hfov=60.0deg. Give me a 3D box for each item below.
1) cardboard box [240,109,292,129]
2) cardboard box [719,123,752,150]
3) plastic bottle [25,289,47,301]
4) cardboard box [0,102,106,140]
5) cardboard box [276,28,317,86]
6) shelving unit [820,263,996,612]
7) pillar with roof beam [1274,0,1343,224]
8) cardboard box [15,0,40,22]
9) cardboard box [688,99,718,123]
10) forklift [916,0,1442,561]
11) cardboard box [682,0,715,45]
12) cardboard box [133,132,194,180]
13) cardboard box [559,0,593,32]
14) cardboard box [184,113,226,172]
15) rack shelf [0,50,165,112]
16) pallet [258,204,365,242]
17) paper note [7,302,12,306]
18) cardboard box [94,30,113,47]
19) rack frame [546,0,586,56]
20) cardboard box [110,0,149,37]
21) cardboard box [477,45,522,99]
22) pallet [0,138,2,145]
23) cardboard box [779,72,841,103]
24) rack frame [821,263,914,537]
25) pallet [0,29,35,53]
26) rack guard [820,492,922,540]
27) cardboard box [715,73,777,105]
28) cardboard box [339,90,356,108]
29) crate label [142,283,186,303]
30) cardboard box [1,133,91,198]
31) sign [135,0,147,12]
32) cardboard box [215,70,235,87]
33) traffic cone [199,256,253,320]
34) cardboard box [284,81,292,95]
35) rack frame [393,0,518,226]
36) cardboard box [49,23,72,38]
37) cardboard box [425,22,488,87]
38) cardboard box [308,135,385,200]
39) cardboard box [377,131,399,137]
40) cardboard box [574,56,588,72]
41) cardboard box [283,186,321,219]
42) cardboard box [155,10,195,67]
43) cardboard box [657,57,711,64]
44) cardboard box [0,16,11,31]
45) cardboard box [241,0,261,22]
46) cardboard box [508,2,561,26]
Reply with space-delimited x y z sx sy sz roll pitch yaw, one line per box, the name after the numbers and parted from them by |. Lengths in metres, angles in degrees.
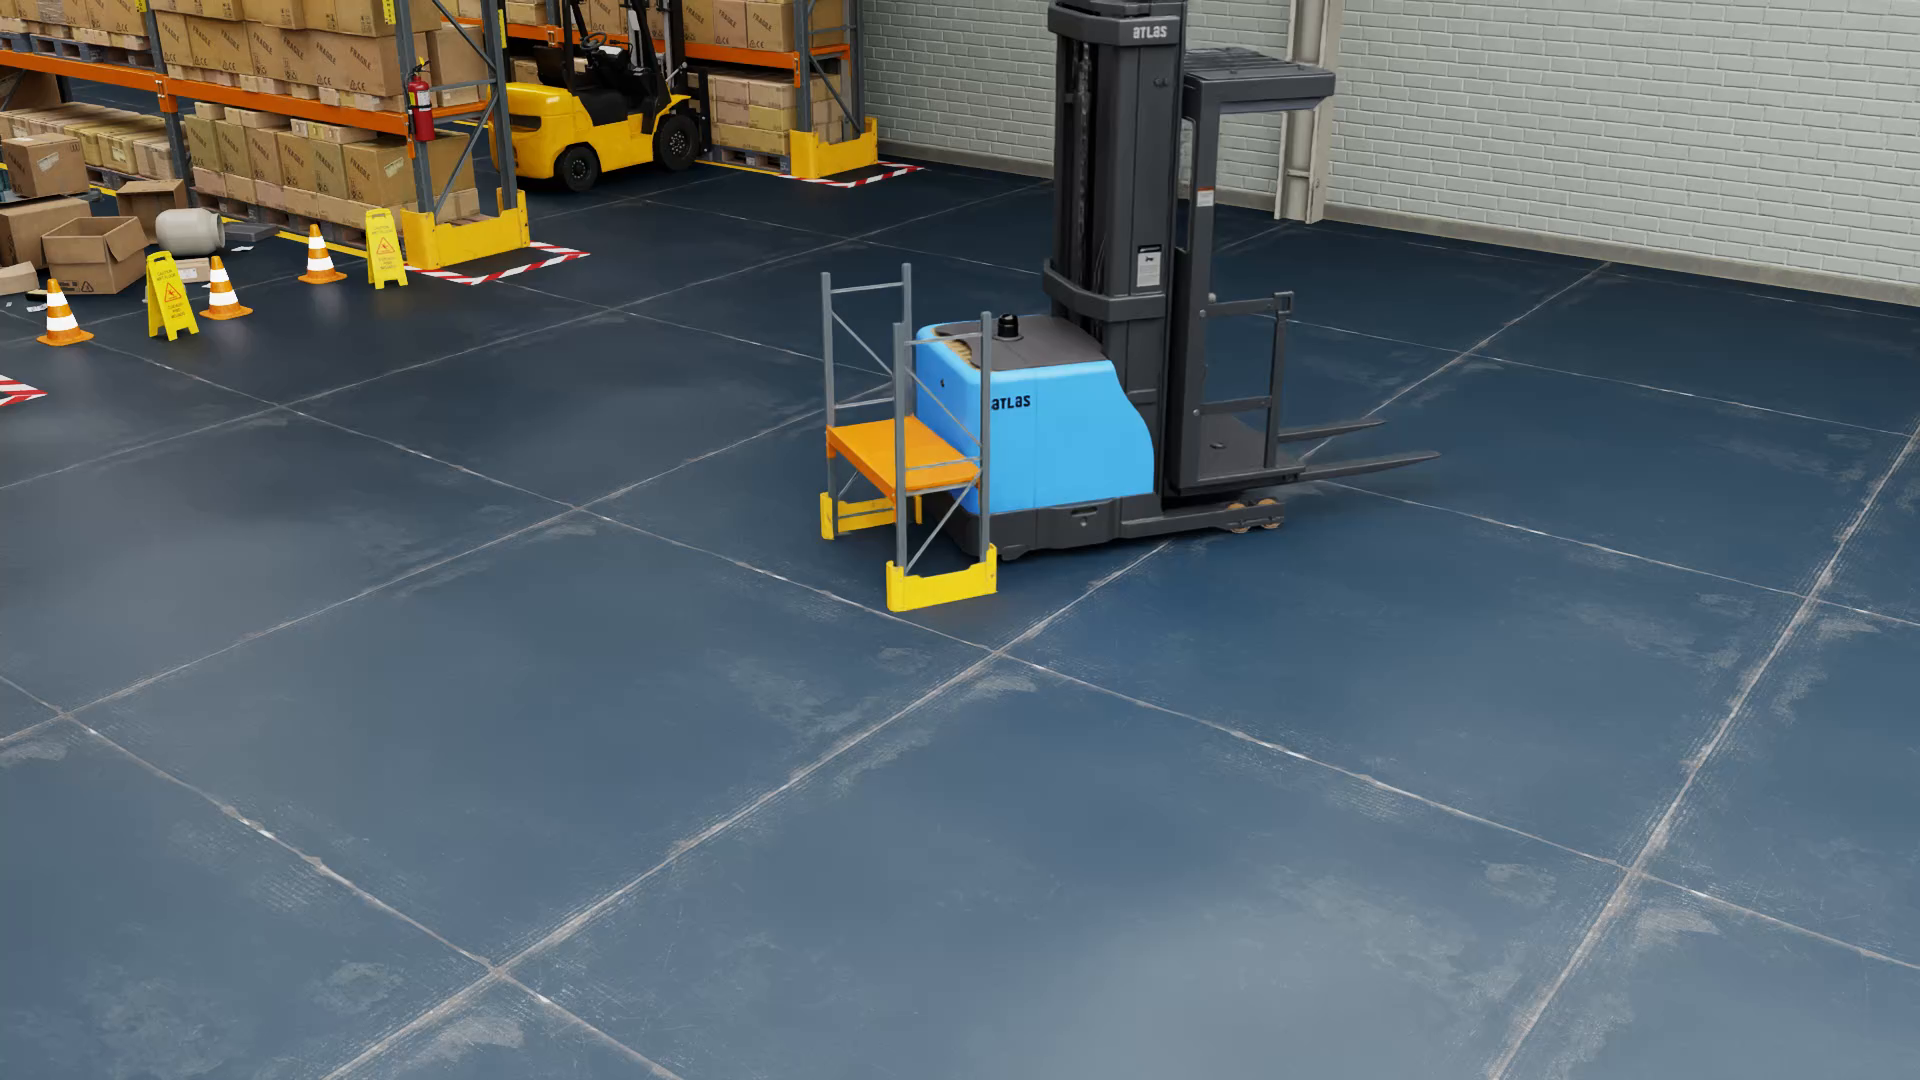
-6.596 -4.026 15.821 0.250 0.149 0.380 19 30 36 | cardboard box
-2.382 -4.623 18.911 0.500 0.250 0.500 17 29 33 | cardboard box
-7.638 -2.030 13.780 0.283 0.061 0.133 7 25 15 | plastic bottle
-10.354 -4.736 19.017 0.625 0.372 0.950 15 28 30 | cardboard box
-5.794 -4.420 15.070 0.500 0.500 0.500 17 29 33 | cardboard box
-0.293 -0.564 8.669 0.587 1.500 1.083 -10 26 -22 | shelving unit
0.778 -5.919 11.522 0.400 9.000 9.100 17 29 33 | pillar with roof beam
-9.729 -5.827 17.740 0.500 0.500 0.500 17 29 34 | cardboard box
-2.822 -4.976 19.093 0.500 0.250 0.500 16 28 32 | cardboard box
1.315 -1.571 9.180 3.031 2.935 1.130 -8 25 -17 | forklift
-2.796 -5.886 18.765 0.500 0.500 0.500 16 29 32 | cardboard box
-8.021 -4.035 17.425 0.625 0.372 0.950 17 29 34 | cardboard box
-4.427 -6.375 19.876 0.500 0.500 0.500 16 28 32 | cardboard box
-7.289 -3.966 16.491 0.500 0.500 0.500 18 30 36 | cardboard box
-9.200 -5.073 17.936 4.000 0.370 1.077 17 29 33 | rack shelf
-6.060 -3.197 16.244 1.213 0.211 1.003 17 29 33 | pallet
-7.788 -1.930 13.618 0.032 0.001 0.123 -10 26 -21 | paper note
-8.605 -5.152 17.013 0.250 0.149 0.380 16 29 32 | cardboard box
-4.625 -6.521 20.330 0.127 3.000 1.000 17 29 33 | rack frame
-8.107 -5.331 16.614 0.500 0.500 0.500 16 29 32 | cardboard box
-6.269 -6.121 21.845 0.625 0.625 0.875 15 28 31 | cardboard box
-11.386 -4.825 19.939 1.213 0.211 1.003 17 29 33 | pallet
-1.696 -5.123 18.806 0.500 0.250 0.500 16 29 33 | cardboard box
-0.496 -0.748 9.087 0.500 1.500 0.032 -10 26 -22 | rack frame
-10.166 -5.660 18.615 1.003 0.211 1.213 17 29 33 | pallet
-0.495 -0.175 9.338 0.587 0.250 0.087 -10 26 -22 | rack guard
-2.392 -5.078 18.704 0.500 0.250 0.500 17 29 34 | cardboard box
-5.288 -3.952 14.812 0.250 0.149 0.380 16 29 32 | cardboard box
-6.576 -2.059 13.754 0.298 0.136 0.250 3 24 6 | crate label
-8.643 -3.540 15.725 0.500 0.500 0.500 17 29 33 | cardboard box
-7.929 -5.269 16.052 0.005 0.325 0.100 17 29 33 | sign
-6.899 -4.454 15.951 0.250 0.149 0.380 18 29 35 | cardboard box
-5.910 -2.038 13.302 0.334 0.463 0.336 17 29 33 | traffic cone
-6.038 -4.234 15.451 0.250 0.149 0.380 17 29 33 | cardboard box
-4.399 -3.952 14.498 0.127 3.000 1.000 17 29 33 | rack frame
-9.387 -5.418 17.618 0.250 0.149 0.380 18 29 35 | cardboard box
-4.611 -4.337 14.881 0.500 0.500 0.500 16 29 33 | cardboard box
-5.616 -3.463 15.350 0.500 0.500 0.500 18 30 35 | cardboard box
-5.319 -3.644 15.758 0.500 0.500 0.500 16 28 31 | cardboard box
-4.427 -5.694 20.103 0.500 0.250 0.500 16 29 33 | cardboard box
-6.039 -3.247 15.788 0.500 0.250 0.500 16 28 31 | cardboard box
-7.414 -4.904 16.168 0.500 0.500 0.500 17 29 33 | cardboard box
-3.304 -5.612 19.916 0.500 0.250 0.500 17 29 34 | cardboard box
-10.254 -5.665 18.177 0.250 0.149 0.380 15 28 30 | cardboard box
-6.124 -5.024 15.200 0.500 0.500 0.700 17 29 33 | cardboard box
-5.186 -6.490 20.446 0.500 0.250 0.500 18 29 34 | cardboard box
